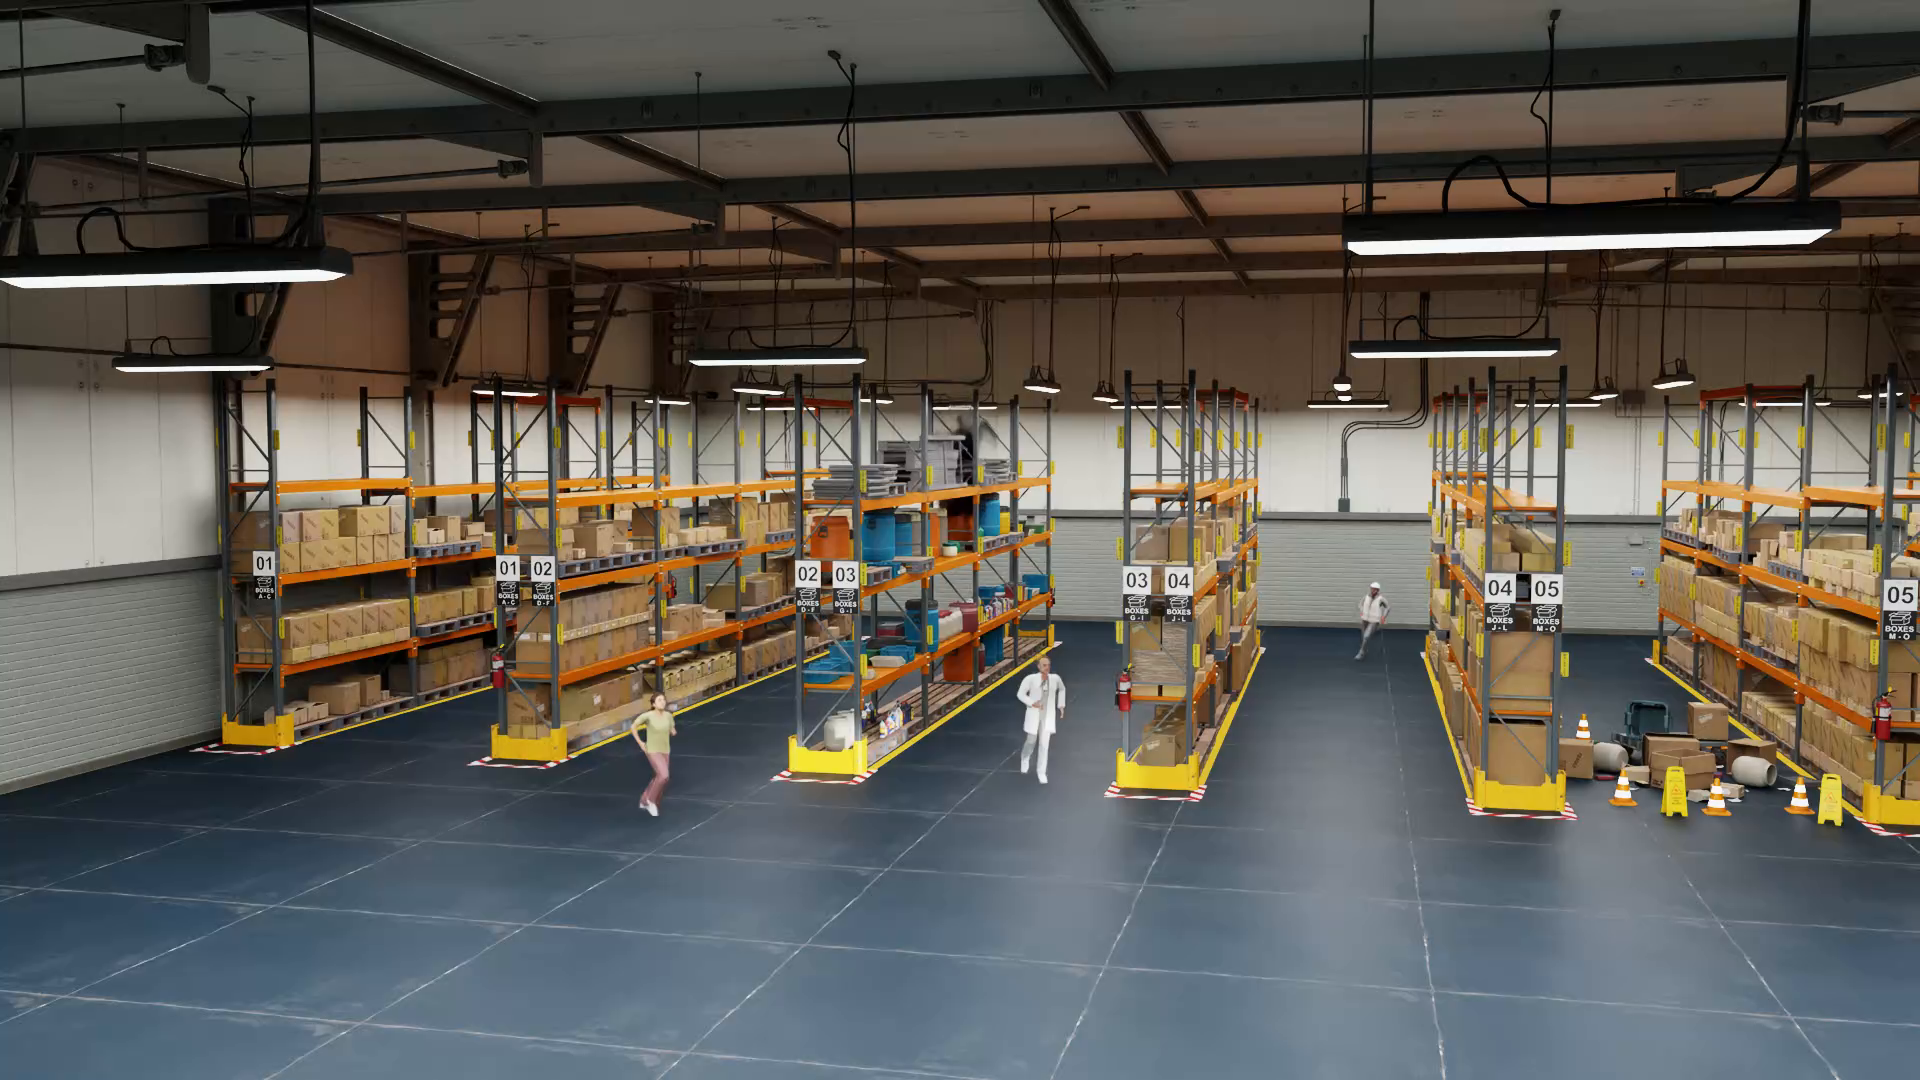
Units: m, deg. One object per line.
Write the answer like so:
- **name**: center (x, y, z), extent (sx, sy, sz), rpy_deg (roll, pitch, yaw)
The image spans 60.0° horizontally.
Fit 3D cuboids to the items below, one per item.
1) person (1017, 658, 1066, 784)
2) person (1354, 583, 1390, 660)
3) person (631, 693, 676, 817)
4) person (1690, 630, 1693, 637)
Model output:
- **person**: center (1.220, 2.638, 24.676), extent (0.761, 1.798, 0.940), rpy_deg (0, 3, -8)
- **person**: center (9.402, 1.839, 38.007), extent (0.725, 1.743, 0.955), rpy_deg (3, 4, 38)
- **person**: center (-4.031, 2.842, 22.143), extent (0.691, 1.641, 0.568), rpy_deg (3, 5, 42)
- **person**: center (16.955, 1.913, 38.104), extent (0.660, 1.639, 0.526), rpy_deg (-3, 4, -37)
